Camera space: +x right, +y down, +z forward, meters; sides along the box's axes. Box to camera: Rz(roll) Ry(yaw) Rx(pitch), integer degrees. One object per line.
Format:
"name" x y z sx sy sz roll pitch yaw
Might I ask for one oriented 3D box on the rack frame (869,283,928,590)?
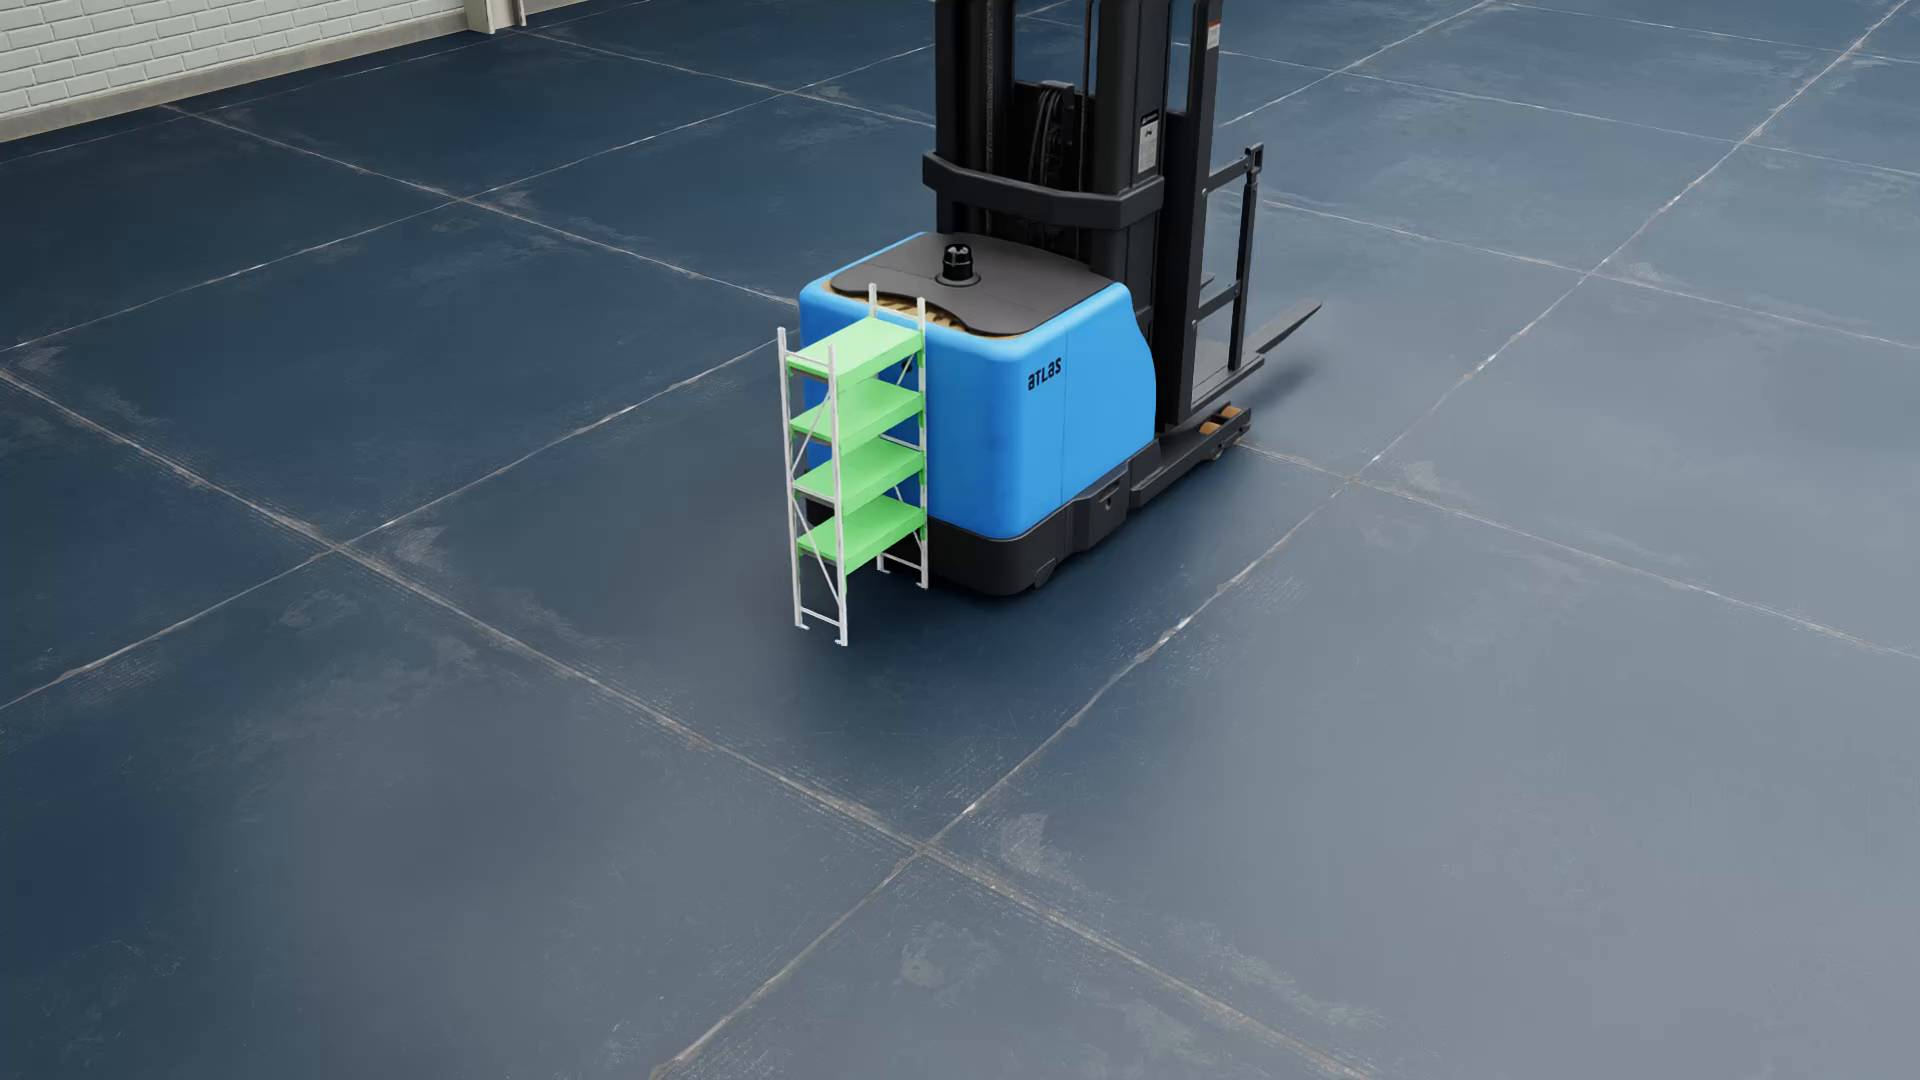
"rack frame" -0.224 -0.363 6.186 0.240 1.200 0.015 21 36 31

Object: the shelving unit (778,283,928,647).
"shelving unit" -0.369 -0.263 6.017 0.258 1.200 0.503 21 36 31

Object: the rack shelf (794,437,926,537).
"rack shelf" -0.369 -0.208 6.050 0.258 0.148 0.480 21 36 31

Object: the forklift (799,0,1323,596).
"forklift" 0.653 -1.747 6.823 1.130 2.935 3.031 21 36 31

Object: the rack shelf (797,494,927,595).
"rack shelf" -0.369 -0.002 6.172 0.258 0.148 0.480 21 36 31

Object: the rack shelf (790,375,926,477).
"rack shelf" -0.369 -0.415 5.927 0.258 0.148 0.480 21 36 31

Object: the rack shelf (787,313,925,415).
"rack shelf" -0.369 -0.621 5.805 0.258 0.148 0.480 21 36 31

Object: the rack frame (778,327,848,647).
"rack frame" -0.514 -0.163 5.848 0.240 1.200 0.015 21 36 31

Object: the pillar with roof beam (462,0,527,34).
"pillar with roof beam" -0.492 -6.894 9.556 9.100 9.000 0.400 21 37 31
